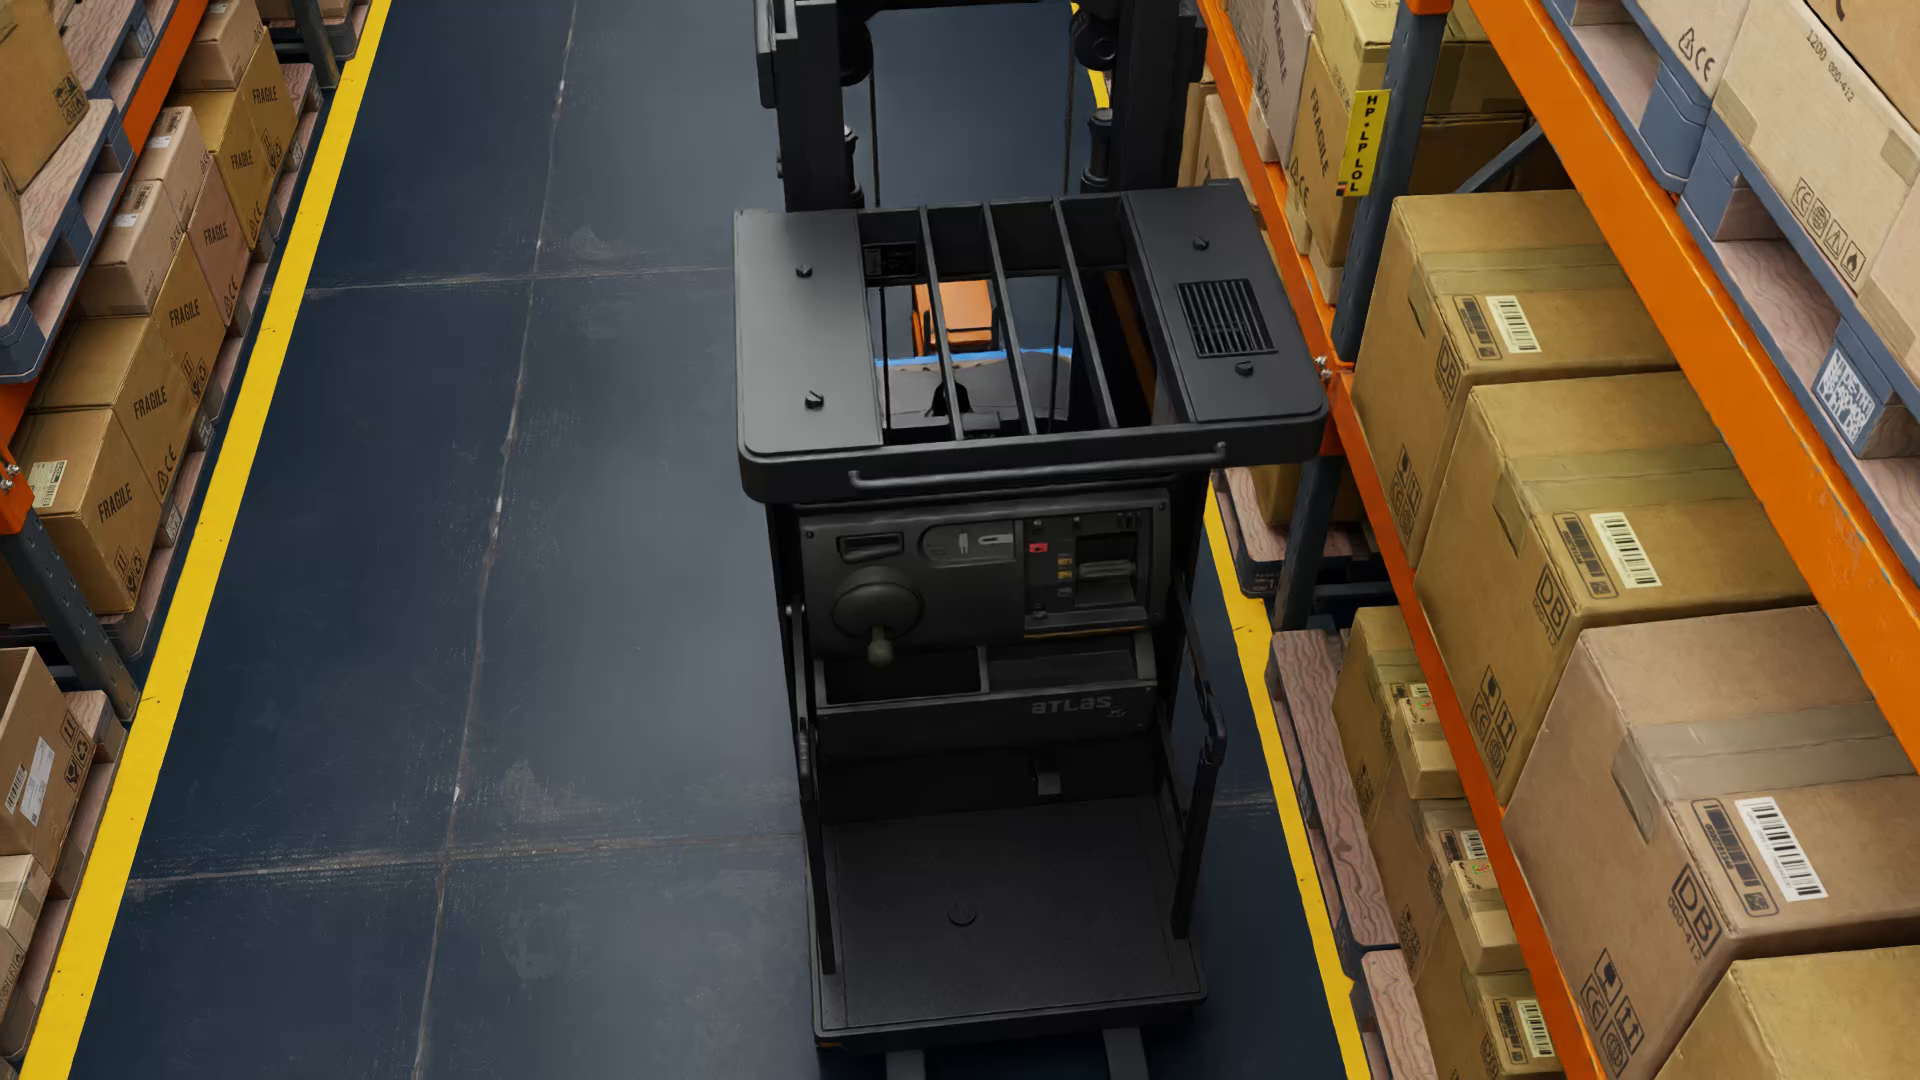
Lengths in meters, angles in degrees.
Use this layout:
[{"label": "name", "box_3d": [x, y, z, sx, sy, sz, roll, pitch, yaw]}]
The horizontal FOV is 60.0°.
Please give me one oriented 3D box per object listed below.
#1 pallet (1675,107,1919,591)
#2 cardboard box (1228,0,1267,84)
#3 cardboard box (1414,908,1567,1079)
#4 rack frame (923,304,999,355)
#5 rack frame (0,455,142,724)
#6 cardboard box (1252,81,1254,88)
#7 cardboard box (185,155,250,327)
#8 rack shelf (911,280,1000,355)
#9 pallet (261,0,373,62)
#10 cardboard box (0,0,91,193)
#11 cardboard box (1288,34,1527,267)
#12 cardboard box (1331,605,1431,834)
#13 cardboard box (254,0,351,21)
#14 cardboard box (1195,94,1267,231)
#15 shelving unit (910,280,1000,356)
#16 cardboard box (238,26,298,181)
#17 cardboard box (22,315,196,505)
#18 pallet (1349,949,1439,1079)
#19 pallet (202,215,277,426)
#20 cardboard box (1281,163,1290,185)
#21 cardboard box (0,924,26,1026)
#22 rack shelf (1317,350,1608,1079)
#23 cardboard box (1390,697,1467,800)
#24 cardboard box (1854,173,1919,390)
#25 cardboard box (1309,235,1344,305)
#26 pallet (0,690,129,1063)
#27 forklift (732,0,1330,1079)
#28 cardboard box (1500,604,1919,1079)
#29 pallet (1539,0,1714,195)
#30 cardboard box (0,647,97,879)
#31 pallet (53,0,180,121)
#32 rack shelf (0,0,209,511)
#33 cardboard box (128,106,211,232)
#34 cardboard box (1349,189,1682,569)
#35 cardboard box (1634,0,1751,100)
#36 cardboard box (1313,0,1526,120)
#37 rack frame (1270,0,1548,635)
[{"label": "pallet", "box_3d": [1.775, -0.253, 2.419, 1.003, 0.211, 1.213, -3, 47, -3]}, {"label": "cardboard box", "box_3d": [1.242, -1.920, 5.715, 0.500, 0.500, 0.500, -3, 47, -3]}, {"label": "cardboard box", "box_3d": [1.658, 1.272, 4.412, 0.700, 0.500, 0.500, -3, 47, -2]}, {"label": "rack frame", "box_3d": [0.003, -0.325, 5.731, 0.240, 1.200, 0.015, -5, 47, -4]}, {"label": "rack frame", "box_3d": [-3.318, -0.422, 4.584, 1.000, 3.000, 0.127, -3, 47, -3]}, {"label": "cardboard box", "box_3d": [1.251, -1.613, 5.871, 0.380, 0.149, 0.250, -3, 47, -3]}, {"label": "cardboard box", "box_3d": [-3.248, -1.192, 6.731, 0.500, 0.500, 0.500, -5, 47, -5]}, {"label": "rack shelf", "box_3d": [-0.024, -0.771, 5.613, 0.258, 0.148, 0.480, -5, 47, -4]}, {"label": "pallet", "box_3d": [-3.683, -2.955, 8.903, 1.003, 0.211, 1.213, -3, 47, -3]}, {"label": "cardboard box", "box_3d": [-3.256, -1.451, 5.200, 0.700, 0.500, 0.500, 3, 47, 3]}, {"label": "cardboard box", "box_3d": [1.328, -1.188, 5.022, 0.500, 0.500, 0.500, -4, 47, -4]}, {"label": "cardboard box", "box_3d": [1.578, 0.537, 5.108, 0.700, 0.500, 0.500, -3, 47, -3]}, {"label": "cardboard box", "box_3d": [-3.404, -2.912, 8.546, 0.500, 0.250, 0.500, -4, 47, -3]}, {"label": "cardboard box", "box_3d": [1.356, -1.236, 6.546, 0.750, 0.750, 0.750, -2, 47, -2]}, {"label": "shelving unit", "box_3d": [-0.024, -0.501, 5.898, 0.258, 1.200, 0.503, -5, 47, -4]}, {"label": "cardboard box", "box_3d": [-3.341, -1.945, 7.445, 0.500, 0.500, 0.500, -2, 47, -2]}, {"label": "cardboard box", "box_3d": [-3.172, -0.464, 6.042, 0.500, 0.500, 0.500, -3, 47, -3]}, {"label": "pallet", "box_3d": [1.709, 1.673, 4.520, 1.003, 0.211, 1.213, -3, 47, -3]}, {"label": "pallet", "box_3d": [-3.529, -0.934, 6.989, 1.003, 0.211, 1.213, -3, 47, -3]}, {"label": "cardboard box", "box_3d": [1.286, -1.245, 5.522, 0.380, 0.149, 0.250, -2, 47, -2]}, {"label": "cardboard box", "box_3d": [-2.925, 1.289, 4.512, 0.500, 0.311, 0.500, -3, 47, -3]}, {"label": "rack shelf", "box_3d": [1.785, 0.969, 3.762, 1.077, 0.370, 4.000, -3, 47, -3]}, {"label": "cardboard box", "box_3d": [1.425, 0.573, 4.627, 0.380, 0.149, 0.250, -2, 47, -2]}, {"label": "cardboard box", "box_3d": [1.534, -0.257, 2.107, 0.500, 0.250, 0.500, -5, 47, -4]}, {"label": "cardboard box", "box_3d": [1.307, -0.874, 5.171, 0.380, 0.149, 0.250, -3, 47, -3]}, {"label": "pallet", "box_3d": [-3.262, 1.034, 5.126, 1.003, 0.211, 1.213, -3, 47, -3]}, {"label": "forklift", "box_3d": [0.095, 0.194, 4.047, 1.130, 2.935, 3.031, -5, 47, -4]}, {"label": "cardboard box", "box_3d": [1.773, 0.619, 3.391, 0.980, 0.700, 0.700, -6, 47, -5]}, {"label": "pallet", "box_3d": [1.676, -1.134, 3.253, 1.003, 0.211, 1.213, -3, 47, -3]}, {"label": "cardboard box", "box_3d": [-2.988, 0.681, 4.957, 0.500, 0.500, 0.500, -3, 47, -3]}, {"label": "pallet", "box_3d": [-3.486, -1.843, 6.062, 1.003, 0.211, 1.213, -3, 47, -3]}, {"label": "rack shelf", "box_3d": [-3.486, -1.622, 6.215, 1.077, 0.370, 4.000, -3, 47, -3]}, {"label": "cardboard box", "box_3d": [-3.242, -1.423, 6.434, 0.500, 0.250, 0.500, -4, 47, -4]}, {"label": "cardboard box", "box_3d": [1.647, -0.435, 4.390, 0.980, 0.700, 0.700, -3, 47, -3]}, {"label": "cardboard box", "box_3d": [1.441, -0.999, 2.809, 0.500, 0.250, 0.500, -4, 47, -4]}, {"label": "cardboard box", "box_3d": [1.324, -1.449, 4.753, 0.500, 0.250, 0.500, -2, 47, -2]}, {"label": "rack frame", "box_3d": [1.618, -0.726, 4.871, 1.000, 3.000, 0.127, -3, 47, -3]}]
